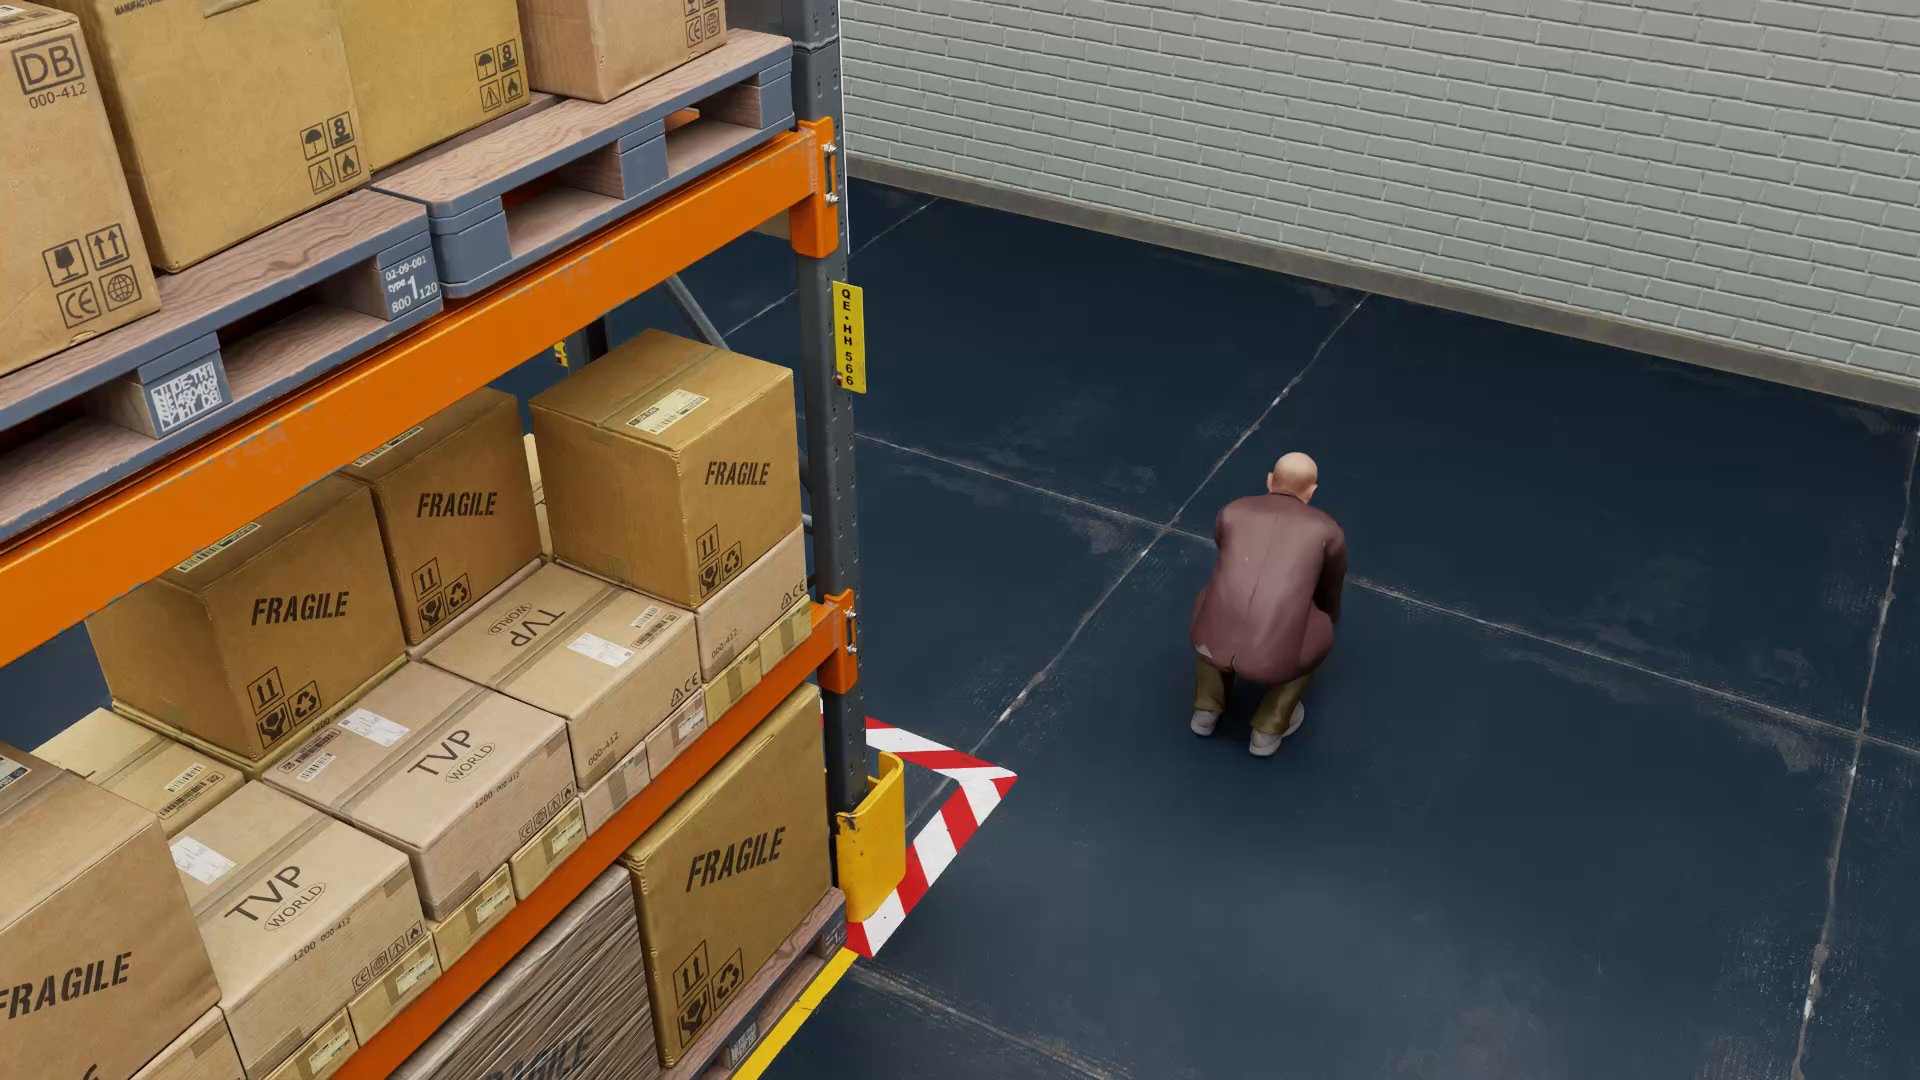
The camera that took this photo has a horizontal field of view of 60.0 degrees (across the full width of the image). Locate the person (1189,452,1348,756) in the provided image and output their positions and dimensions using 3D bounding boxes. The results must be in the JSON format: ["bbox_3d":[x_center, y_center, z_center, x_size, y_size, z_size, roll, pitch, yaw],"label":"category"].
[{"bbox_3d":[1.219,0.237,6.505,0.577,1.000,0.940,17,37,23],"label":"person"}]
